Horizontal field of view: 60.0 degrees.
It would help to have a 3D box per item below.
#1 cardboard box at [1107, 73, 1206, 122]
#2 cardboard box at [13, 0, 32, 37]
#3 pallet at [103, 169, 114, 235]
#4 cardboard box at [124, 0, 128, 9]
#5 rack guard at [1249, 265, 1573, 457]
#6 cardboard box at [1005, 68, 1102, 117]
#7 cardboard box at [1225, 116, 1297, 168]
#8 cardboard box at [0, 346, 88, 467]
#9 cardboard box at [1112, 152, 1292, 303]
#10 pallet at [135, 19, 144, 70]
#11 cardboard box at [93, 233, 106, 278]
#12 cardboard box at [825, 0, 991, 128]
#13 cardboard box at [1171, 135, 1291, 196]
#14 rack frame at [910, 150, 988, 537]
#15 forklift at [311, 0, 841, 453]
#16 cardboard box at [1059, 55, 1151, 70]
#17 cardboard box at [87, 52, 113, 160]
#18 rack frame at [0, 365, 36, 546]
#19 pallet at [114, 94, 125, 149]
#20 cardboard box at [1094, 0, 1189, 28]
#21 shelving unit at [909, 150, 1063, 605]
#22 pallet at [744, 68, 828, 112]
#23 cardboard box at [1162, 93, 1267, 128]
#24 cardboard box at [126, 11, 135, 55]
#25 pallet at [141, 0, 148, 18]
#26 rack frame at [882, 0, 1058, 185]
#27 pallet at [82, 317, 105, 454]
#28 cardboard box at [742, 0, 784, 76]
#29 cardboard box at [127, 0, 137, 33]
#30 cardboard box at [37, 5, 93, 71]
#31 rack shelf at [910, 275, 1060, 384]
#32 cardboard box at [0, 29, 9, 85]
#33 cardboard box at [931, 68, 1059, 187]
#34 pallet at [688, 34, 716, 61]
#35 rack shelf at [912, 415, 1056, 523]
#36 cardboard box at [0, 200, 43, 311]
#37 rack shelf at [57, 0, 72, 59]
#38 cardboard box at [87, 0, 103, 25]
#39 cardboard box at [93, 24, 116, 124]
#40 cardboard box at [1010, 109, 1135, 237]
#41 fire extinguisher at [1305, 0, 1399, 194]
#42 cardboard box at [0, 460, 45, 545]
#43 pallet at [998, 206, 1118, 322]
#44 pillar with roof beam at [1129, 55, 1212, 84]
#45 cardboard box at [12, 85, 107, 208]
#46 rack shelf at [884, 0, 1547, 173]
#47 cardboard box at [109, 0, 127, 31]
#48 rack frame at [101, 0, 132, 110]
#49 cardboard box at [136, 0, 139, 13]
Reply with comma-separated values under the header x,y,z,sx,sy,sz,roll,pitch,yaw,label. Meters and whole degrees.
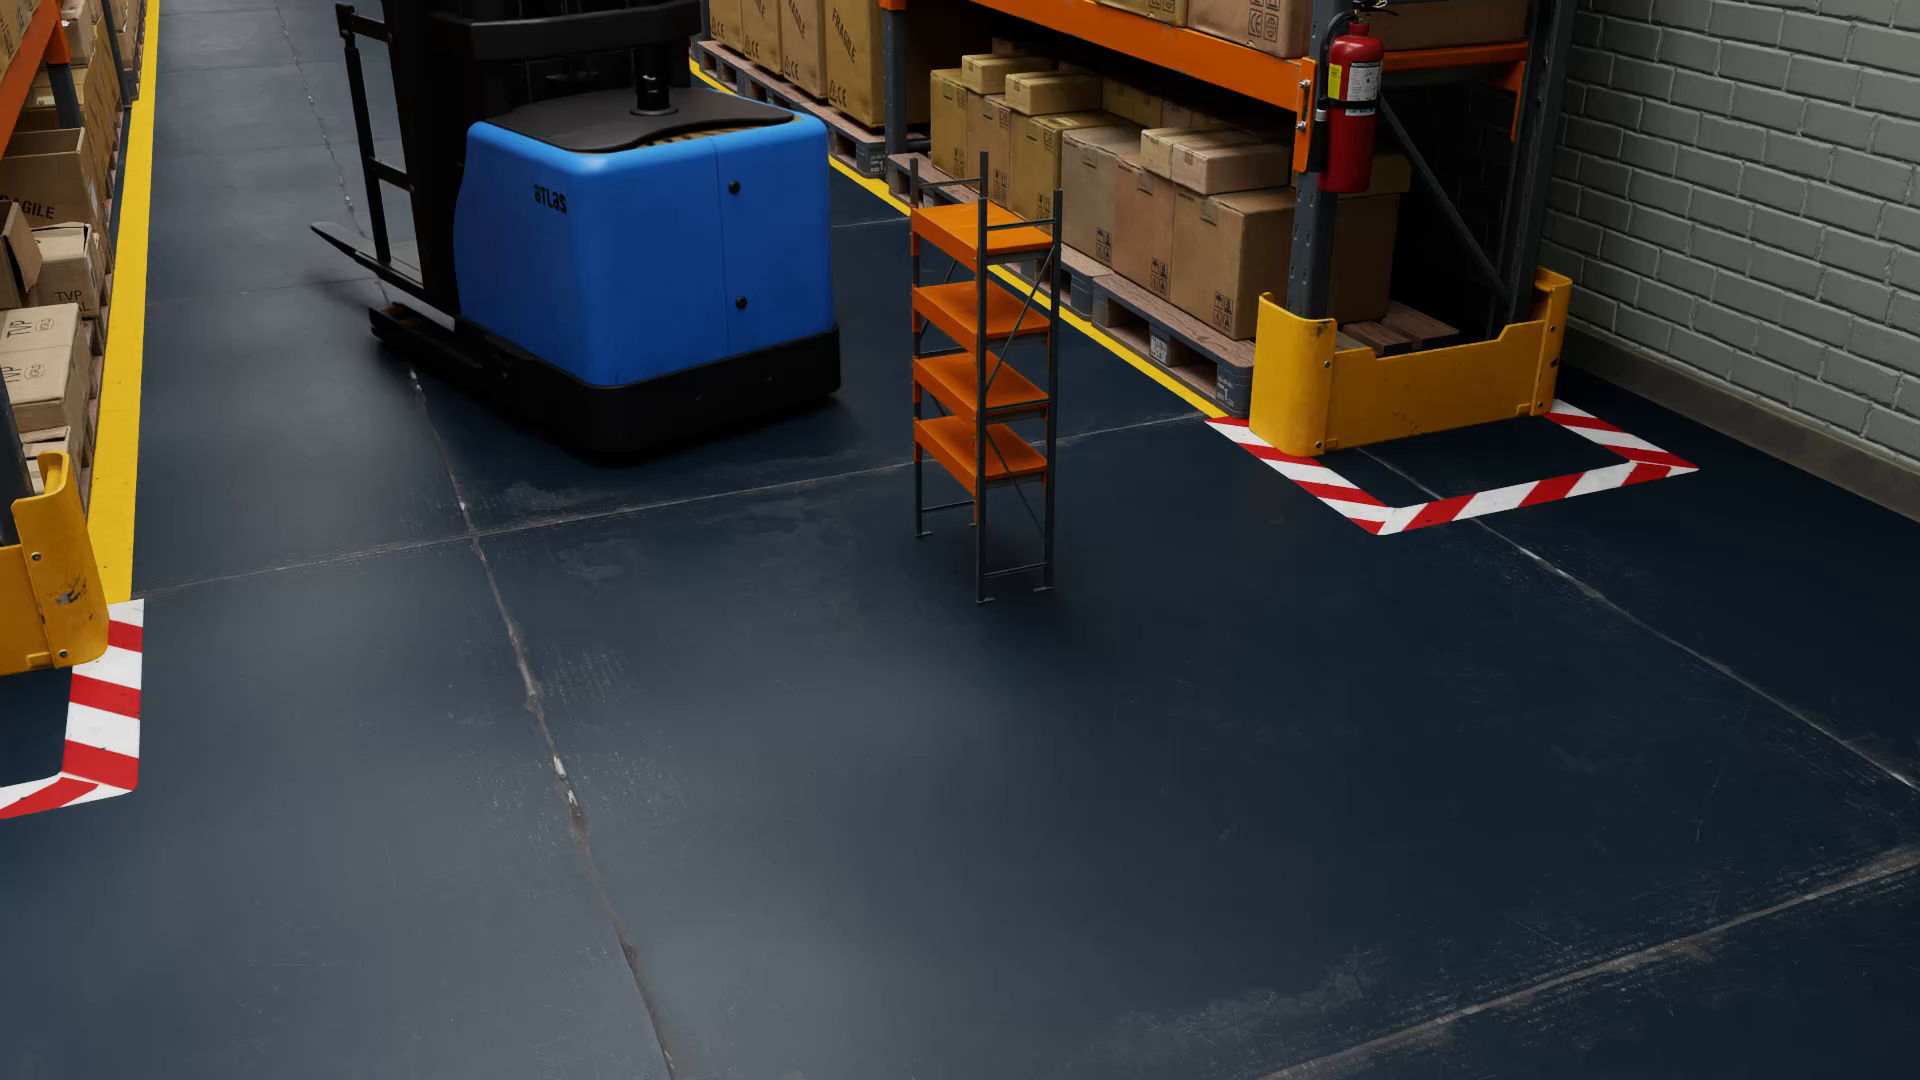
x,y,z,sx,sy,sz,roll,pitch,yaw,label
0.901,-2.029,7.618,0.380,0.149,0.250,-11,28,-22,cardboard box
-3.654,-2.043,5.902,0.500,0.500,0.500,-10,28,-19,cardboard box
-4.845,-1.640,8.368,1.003,0.211,1.213,-11,28,-21,pallet
-6.404,-4.070,12.183,0.500,0.311,0.500,-11,28,-22,cardboard box
1.641,-0.676,6.065,1.175,0.500,0.348,-11,28,-21,rack guard
0.434,-2.081,7.724,0.380,0.149,0.250,-11,28,-22,cardboard box
1.299,-1.619,6.779,0.380,0.149,0.250,-10,28,-20,cardboard box
-3.073,-0.388,5.259,0.500,0.250,0.500,-11,28,-21,cardboard box
1.069,-1.342,6.950,0.700,0.500,0.500,-11,28,-21,cardboard box
-6.819,-3.764,12.718,1.003,0.211,1.213,-11,28,-21,pallet
-3.806,-1.165,6.966,0.380,0.149,0.250,-11,28,-21,cardboard box
-0.310,-2.886,9.715,0.750,0.750,0.750,-10,28,-20,cardboard box
1.047,-1.452,6.436,0.380,0.149,0.250,-11,28,-21,cardboard box
-0.031,-0.571,5.052,0.240,1.200,0.015,-11,28,-21,rack frame
-1.791,-2.182,6.379,1.130,2.935,3.031,-21,33,-36,forklift
0.701,-2.235,8.040,0.380,0.149,0.250,-12,28,-22,cardboard box
-4.865,-2.299,8.888,0.500,0.500,0.500,-10,28,-20,cardboard box
-2.925,-0.956,3.790,1.000,3.000,0.127,-11,28,-21,rack frame
-5.801,-2.625,10.386,1.003,0.211,1.213,-11,28,-21,pallet
1.127,-2.440,6.486,0.980,0.700,0.700,-11,28,-21,cardboard box
0.065,-0.472,4.850,0.258,1.200,0.503,-11,28,-21,shelving unit
-0.788,-2.962,11.077,1.003,0.211,1.213,-11,28,-21,pallet
1.101,-1.823,7.196,0.380,0.149,0.250,-10,28,-20,cardboard box
-6.191,-3.604,11.867,0.500,0.250,0.500,-11,28,-22,cardboard box
-7.898,-4.876,14.996,1.003,0.211,1.213,-11,28,-21,pallet
0.065,-3.424,8.843,1.000,3.000,0.127,-11,28,-21,rack frame
-3.742,-0.547,6.130,1.003,0.211,1.213,-11,28,-21,pallet
-0.997,-3.587,11.149,0.750,0.750,0.750,-11,28,-21,cardboard box
-6.601,-4.020,12.719,0.500,0.250,0.500,-10,28,-20,cardboard box
-4.849,-2.623,8.697,0.500,0.250,0.500,-11,28,-20,cardboard box
0.065,-0.613,4.781,0.258,0.148,0.480,-11,28,-21,rack shelf
-3.257,-1.636,5.068,0.500,0.500,0.500,-11,28,-21,cardboard box
0.263,-2.170,8.645,0.700,0.500,0.500,-10,28,-20,cardboard box
-1.806,-4.101,13.409,1.003,0.211,1.213,-11,28,-21,pallet
0.065,-0.233,4.967,0.258,0.148,0.480,-11,28,-21,rack shelf
-3.751,-0.889,5.997,0.797,0.503,0.637,-11,28,-21,cardboard box
-5.275,-3.055,8.909,1.077,0.370,4.000,-11,28,-21,rack shelf
-5.450,-3.238,9.956,0.500,0.250,0.500,-9,28,-19,cardboard box
-5.274,-2.714,9.738,0.500,0.500,0.500,-12,28,-22,cardboard box
0.656,-1.759,7.804,0.700,0.500,0.500,-10,28,-19,cardboard box
1.266,-1.466,5.348,0.296,0.674,0.183,-11,28,-21,fire extinguisher
-2.773,-0.101,4.786,0.380,0.149,0.250,-11,28,-21,cardboard box
0.772,-1.357,7.789,1.003,0.211,1.213,-11,28,-21,pallet
-2.826,-5.246,5.738,9.100,9.000,0.400,-11,28,-21,pillar with roof beam
-4.457,-1.883,8.035,0.500,0.500,0.500,-12,28,-23,cardboard box
0.848,-2.293,7.348,1.077,0.370,4.000,-11,28,-21,rack shelf
-5.993,-3.653,11.329,0.500,0.311,0.500,-10,28,-19,cardboard box
-6.058,-4.186,10.404,1.000,3.000,0.127,-11,28,-21,rack frame
-6.999,-4.432,13.563,0.500,0.250,0.500,-11,28,-21,cardboard box
